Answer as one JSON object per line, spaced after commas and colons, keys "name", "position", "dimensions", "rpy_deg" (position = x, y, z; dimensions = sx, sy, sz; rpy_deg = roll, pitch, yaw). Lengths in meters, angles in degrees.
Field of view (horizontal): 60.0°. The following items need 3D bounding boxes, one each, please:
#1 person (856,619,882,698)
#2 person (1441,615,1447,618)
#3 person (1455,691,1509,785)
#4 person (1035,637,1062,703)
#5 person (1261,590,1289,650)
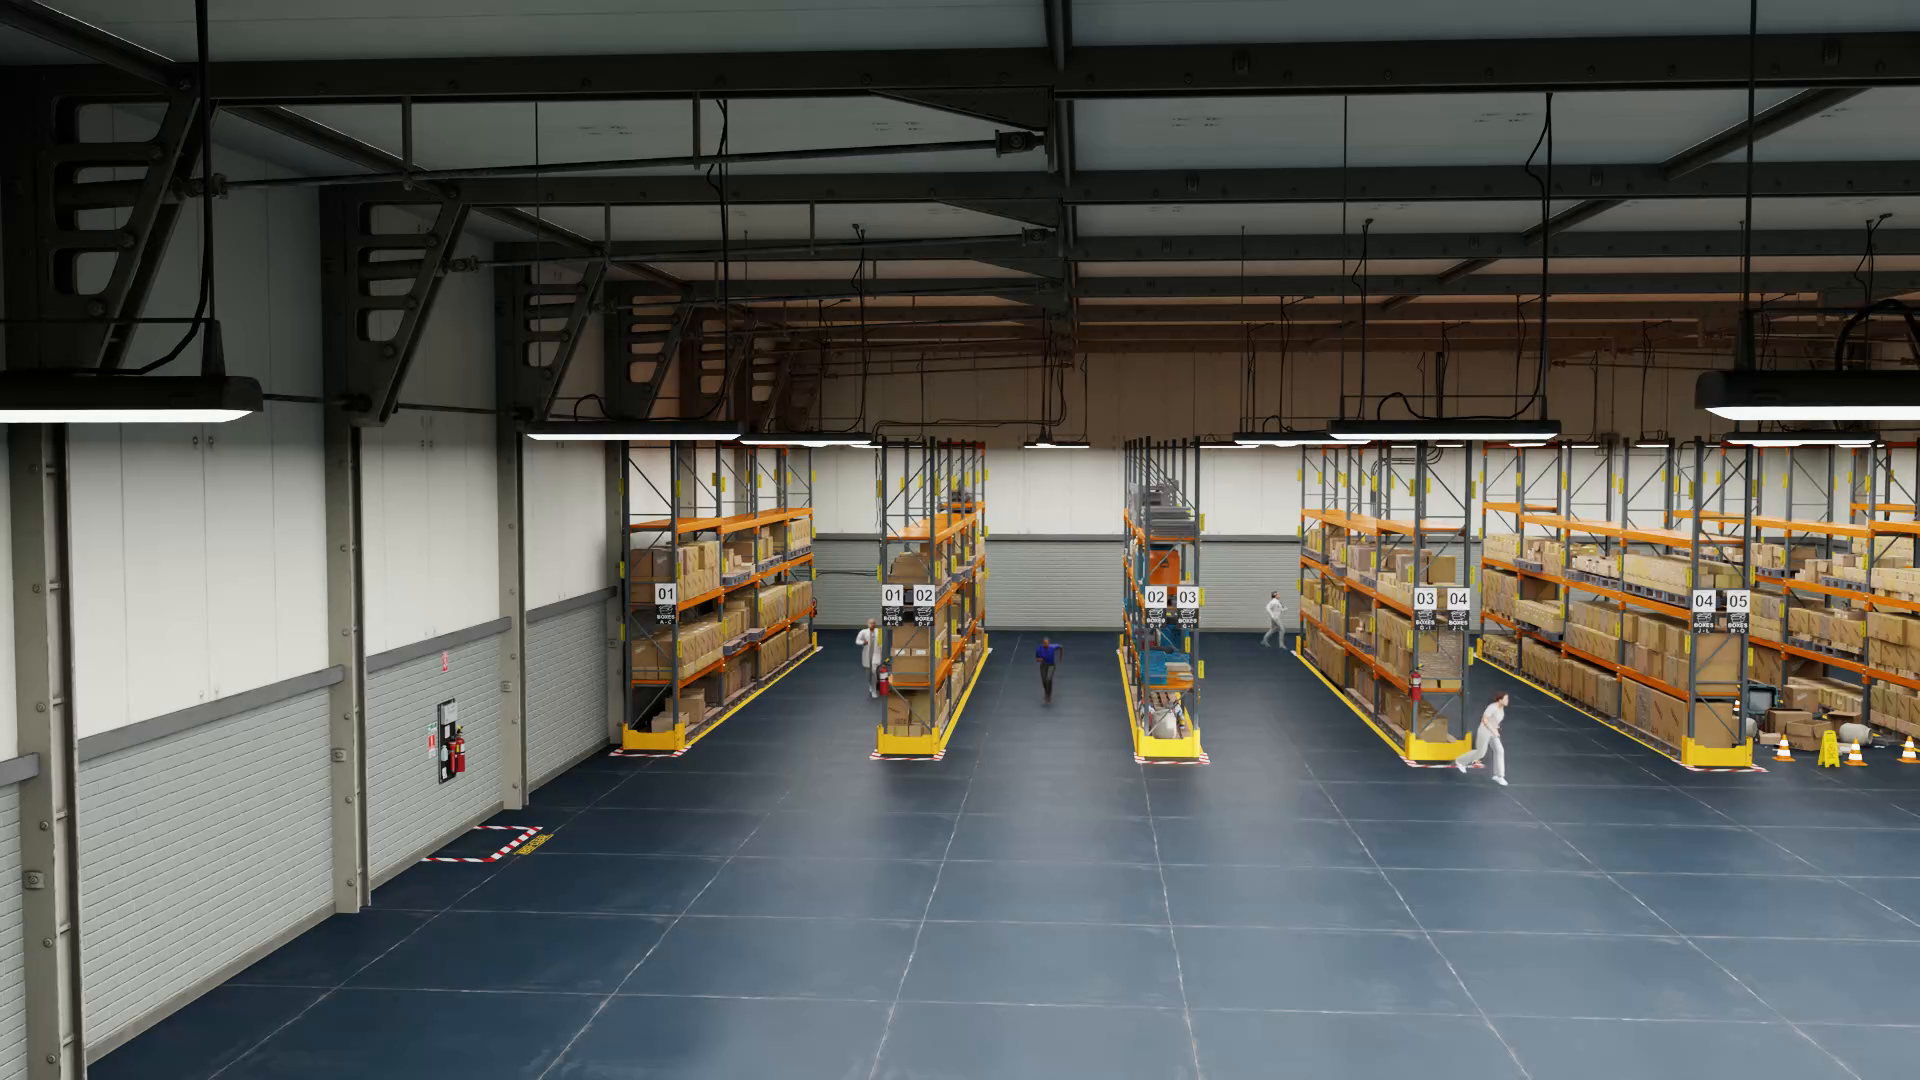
{"name": "person", "position": [-2.102, 2.756, 38.971], "dimensions": [0.673, 1.843, 0.901], "rpy_deg": [0, 3, -1]}
{"name": "person", "position": [13.767, 2.403, 47.054], "dimensions": [0.766, 1.745, 0.730], "rpy_deg": [-2, 4, -34]}
{"name": "person", "position": [9.076, 3.395, 28.865], "dimensions": [0.990, 1.625, 0.590], "rpy_deg": [2, 4, 37]}
{"name": "person", "position": [2.023, 2.951, 37.849], "dimensions": [0.611, 1.560, 0.947], "rpy_deg": [0, 3, 9]}
{"name": "person", "position": [9.093, 2.307, 48.017], "dimensions": [0.776, 1.749, 0.586], "rpy_deg": [1, 3, 12]}
